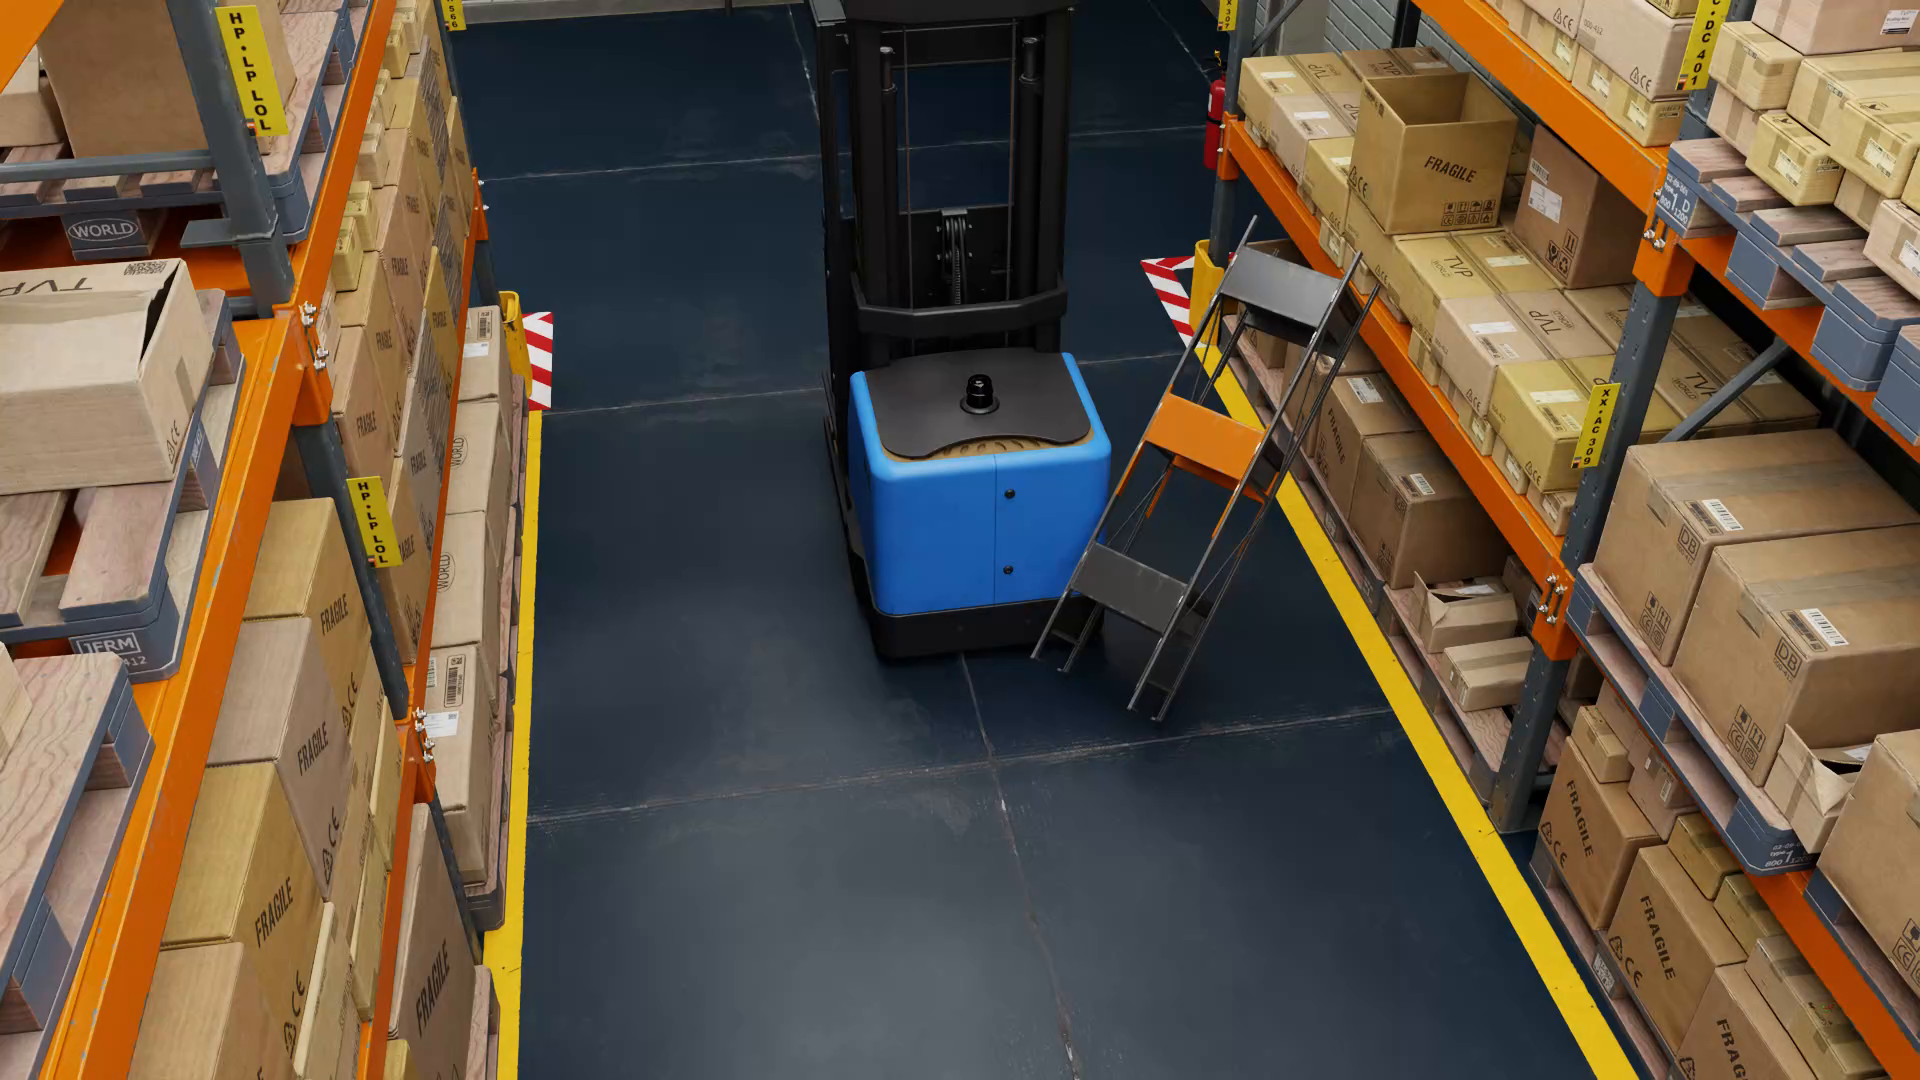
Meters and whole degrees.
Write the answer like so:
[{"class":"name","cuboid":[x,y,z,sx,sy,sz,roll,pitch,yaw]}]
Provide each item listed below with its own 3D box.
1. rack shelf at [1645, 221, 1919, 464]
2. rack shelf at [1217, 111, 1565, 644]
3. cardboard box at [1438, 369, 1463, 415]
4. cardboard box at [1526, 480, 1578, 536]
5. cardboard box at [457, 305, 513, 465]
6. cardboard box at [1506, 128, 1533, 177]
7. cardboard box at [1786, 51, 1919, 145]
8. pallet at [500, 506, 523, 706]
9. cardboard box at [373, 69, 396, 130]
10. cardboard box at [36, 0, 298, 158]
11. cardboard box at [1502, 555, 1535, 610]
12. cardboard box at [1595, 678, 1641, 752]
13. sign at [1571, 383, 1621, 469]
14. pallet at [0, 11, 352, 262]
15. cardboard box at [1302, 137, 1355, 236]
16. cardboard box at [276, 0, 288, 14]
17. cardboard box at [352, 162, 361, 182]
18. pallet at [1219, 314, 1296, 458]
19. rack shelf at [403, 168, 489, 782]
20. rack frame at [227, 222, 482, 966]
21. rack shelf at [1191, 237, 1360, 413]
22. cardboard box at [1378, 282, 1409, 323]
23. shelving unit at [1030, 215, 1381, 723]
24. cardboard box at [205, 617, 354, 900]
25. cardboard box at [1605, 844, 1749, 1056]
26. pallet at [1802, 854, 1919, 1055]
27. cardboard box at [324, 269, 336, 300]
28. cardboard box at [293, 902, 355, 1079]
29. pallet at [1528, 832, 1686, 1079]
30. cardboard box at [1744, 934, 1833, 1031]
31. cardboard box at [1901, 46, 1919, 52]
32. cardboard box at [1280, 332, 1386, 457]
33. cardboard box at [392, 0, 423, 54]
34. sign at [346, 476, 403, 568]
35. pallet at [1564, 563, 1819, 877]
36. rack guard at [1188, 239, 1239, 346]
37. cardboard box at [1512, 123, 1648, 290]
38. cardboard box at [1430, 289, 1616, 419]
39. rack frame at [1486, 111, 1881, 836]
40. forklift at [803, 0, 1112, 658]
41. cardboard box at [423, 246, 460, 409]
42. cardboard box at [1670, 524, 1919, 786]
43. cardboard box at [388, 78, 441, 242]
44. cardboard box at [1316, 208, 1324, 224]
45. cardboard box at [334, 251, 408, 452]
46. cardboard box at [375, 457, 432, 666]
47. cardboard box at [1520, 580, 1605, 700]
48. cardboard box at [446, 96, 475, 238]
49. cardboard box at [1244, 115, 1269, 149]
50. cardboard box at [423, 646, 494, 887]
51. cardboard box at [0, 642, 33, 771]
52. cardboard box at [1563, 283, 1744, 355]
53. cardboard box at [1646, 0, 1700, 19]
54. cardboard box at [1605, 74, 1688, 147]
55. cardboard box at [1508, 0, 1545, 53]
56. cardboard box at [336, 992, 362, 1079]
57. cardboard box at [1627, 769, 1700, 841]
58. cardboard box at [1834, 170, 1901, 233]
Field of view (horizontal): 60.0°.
[{"class":"rack shelf","cuboid":[2.981,0.212,3.573,1.077,0.370,4.000,-6,38,-8]},{"class":"rack shelf","cuboid":[2.280,-1.019,7.603,1.077,0.370,4.000,-6,38,-8]},{"class":"cardboard box","cuboid":[2.170,-0.632,6.724,0.380,0.149,0.250,-5,38,-7]},{"class":"cardboard box","cuboid":[2.326,-0.162,6.118,0.380,0.149,0.250,-6,38,-7]},{"class":"cardboard box","cuboid":[-2.743,-0.741,8.405,0.875,0.438,0.875,-7,38,-9]},{"class":"cardboard box","cuboid":[2.443,-1.709,7.785,0.500,0.250,0.500,-5,38,-7]},{"class":"cardboard box","cuboid":[2.368,-1.123,4.243,0.380,0.149,0.250,-6,38,-7]},{"class":"pallet","cuboid":[-2.529,0.336,7.546,1.003,0.211,1.213,-6,38,-8]},{"class":"cardboard box","cuboid":[-2.419,-1.706,6.475,0.380,0.149,0.250,-5,38,-7]},{"class":"cardboard box","cuboid":[-2.152,-1.367,4.514,0.500,0.500,0.500,-6,38,-7]},{"class":"cardboard box","cuboid":[2.671,0.178,7.457,0.380,0.149,0.250,-7,38,-9]},{"class":"cardboard box","cuboid":[2.491,0.591,5.868,0.380,0.149,0.250,-7,38,-9]},{"class":"sign","cuboid":[2.098,-0.374,5.481,0.100,0.325,0.005,-6,38,-8]},{"class":"pallet","cuboid":[-2.389,-1.204,4.882,1.003,0.211,1.213,-6,38,-8]},{"class":"cardboard box","cuboid":[1.924,-1.656,7.717,0.500,0.250,0.500,-7,38,-9]},{"class":"cardboard box","cuboid":[-2.524,-1.801,5.070,0.797,0.503,0.637,-3,38,-4]},{"class":"cardboard box","cuboid":[-2.329,-1.234,5.869,0.380,0.149,0.250,-6,38,-8]},{"class":"pallet","cuboid":[2.083,-0.883,9.114,1.003,0.211,1.213,-6,38,-8]},{"class":"rack shelf","cuboid":[-2.606,-0.483,6.913,1.077,0.370,4.000,-6,38,-8]},{"class":"rack frame","cuboid":[-2.256,0.441,5.138,1.000,3.000,0.127,-6,38,-8]},{"class":"rack shelf","cuboid":[1.363,-0.908,7.084,0.480,0.431,0.518,26,89,29]},{"class":"cardboard box","cuboid":[2.073,-1.096,7.320,0.380,0.149,0.250,-6,38,-8]},{"class":"shelving unit","cuboid":[1.052,-0.297,7.069,0.503,0.431,2.100,26,89,29]},{"class":"cardboard box","cuboid":[-1.832,0.561,4.086,0.500,0.500,0.500,-6,38,-7]},{"class":"cardboard box","cuboid":[2.597,1.363,5.646,0.500,0.500,0.500,-7,38,-9]},{"class":"pallet","cuboid":[2.986,1.222,4.288,1.003,0.211,1.213,-6,38,-8]},{"class":"cardboard box","cuboid":[-2.203,-0.771,5.273,0.380,0.149,0.250,-7,38,-9]},{"class":"cardboard box","cuboid":[-1.747,1.156,3.932,0.500,0.250,0.500,-5,38,-7]},{"class":"pallet","cuboid":[2.810,1.493,6.056,1.003,0.211,1.213,-6,38,-8]},{"class":"cardboard box","cuboid":[2.681,1.347,5.138,0.380,0.149,0.250,-6,38,-8]},{"class":"cardboard box","cuboid":[2.798,-1.335,4.517,0.380,0.149,0.250,-7,38,-9]},{"class":"cardboard box","cuboid":[2.055,-0.790,8.417,0.700,0.500,0.500,-5,38,-6]},{"class":"cardboard box","cuboid":[-2.500,-2.173,7.077,0.380,0.149,0.250,-7,38,-8]},{"class":"sign","cuboid":[-1.723,-0.049,4.889,0.100,0.325,0.005,-6,38,-8]},{"class":"pallet","cuboid":[2.663,0.475,5.250,1.003,0.211,1.213,-6,38,-8]},{"class":"rack guard","cuboid":[1.943,-1.478,9.645,1.175,0.500,0.348,-6,38,-8]},{"class":"cardboard box","cuboid":[2.631,-1.378,6.747,0.500,0.500,0.500,-7,38,-9]},{"class":"cardboard box","cuboid":[2.199,-0.736,6.532,0.500,0.250,0.500,-6,38,-8]},{"class":"rack frame","cuboid":[2.631,-0.095,5.828,1.000,3.000,0.127,-6,38,-8]},{"class":"forklift","cuboid":[-0.108,-1.538,7.741,1.130,2.935,3.031,-6,38,-8]},{"class":"cardboard box","cuboid":[-2.335,-0.827,6.688,0.500,0.500,0.500,-5,38,-7]},{"class":"cardboard box","cuboid":[2.586,0.328,4.859,0.700,0.500,0.500,-6,38,-7]},{"class":"cardboard box","cuboid":[-2.434,-1.532,6.781,0.500,0.500,0.500,-6,38,-8]},{"class":"cardboard box","cuboid":[1.923,-1.561,7.920,0.380,0.149,0.250,-6,38,-7]},{"class":"cardboard box","cuboid":[-2.183,-0.613,5.598,0.500,0.500,0.500,-7,38,-9]},{"class":"cardboard box","cuboid":[-2.080,0.090,5.508,0.500,0.500,0.500,-5,38,-6]},{"class":"cardboard box","cuboid":[2.747,0.376,7.070,0.500,0.311,0.500,-5,38,-6]},{"class":"cardboard box","cuboid":[-2.612,-1.752,7.878,0.500,0.500,0.500,-6,38,-8]},{"class":"cardboard box","cuboid":[1.717,-2.184,8.721,0.380,0.149,0.250,-7,38,-8]},{"class":"cardboard box","cuboid":[-2.260,0.896,6.298,0.875,0.438,0.875,-7,38,-9]},{"class":"cardboard box","cuboid":[-1.776,0.309,2.711,0.380,0.166,0.250,-3,38,-4]},{"class":"cardboard box","cuboid":[2.715,-0.784,6.594,0.500,0.250,0.500,-7,38,-8]},{"class":"cardboard box","cuboid":[2.305,-1.815,5.068,0.500,0.250,0.500,-6,38,-8]},{"class":"cardboard box","cuboid":[2.277,-1.366,5.223,0.380,0.149,0.250,-6,38,-8]},{"class":"cardboard box","cuboid":[2.160,-1.826,5.816,0.380,0.149,0.250,-6,38,-8]},{"class":"cardboard box","cuboid":[-1.771,1.358,4.079,0.500,0.250,0.500,-7,38,-9]},{"class":"cardboard box","cuboid":[2.556,0.874,5.746,0.380,0.149,0.250,-7,38,-9]},{"class":"cardboard box","cuboid":[2.444,-0.860,4.148,0.380,0.149,0.250,-6,38,-8]}]
